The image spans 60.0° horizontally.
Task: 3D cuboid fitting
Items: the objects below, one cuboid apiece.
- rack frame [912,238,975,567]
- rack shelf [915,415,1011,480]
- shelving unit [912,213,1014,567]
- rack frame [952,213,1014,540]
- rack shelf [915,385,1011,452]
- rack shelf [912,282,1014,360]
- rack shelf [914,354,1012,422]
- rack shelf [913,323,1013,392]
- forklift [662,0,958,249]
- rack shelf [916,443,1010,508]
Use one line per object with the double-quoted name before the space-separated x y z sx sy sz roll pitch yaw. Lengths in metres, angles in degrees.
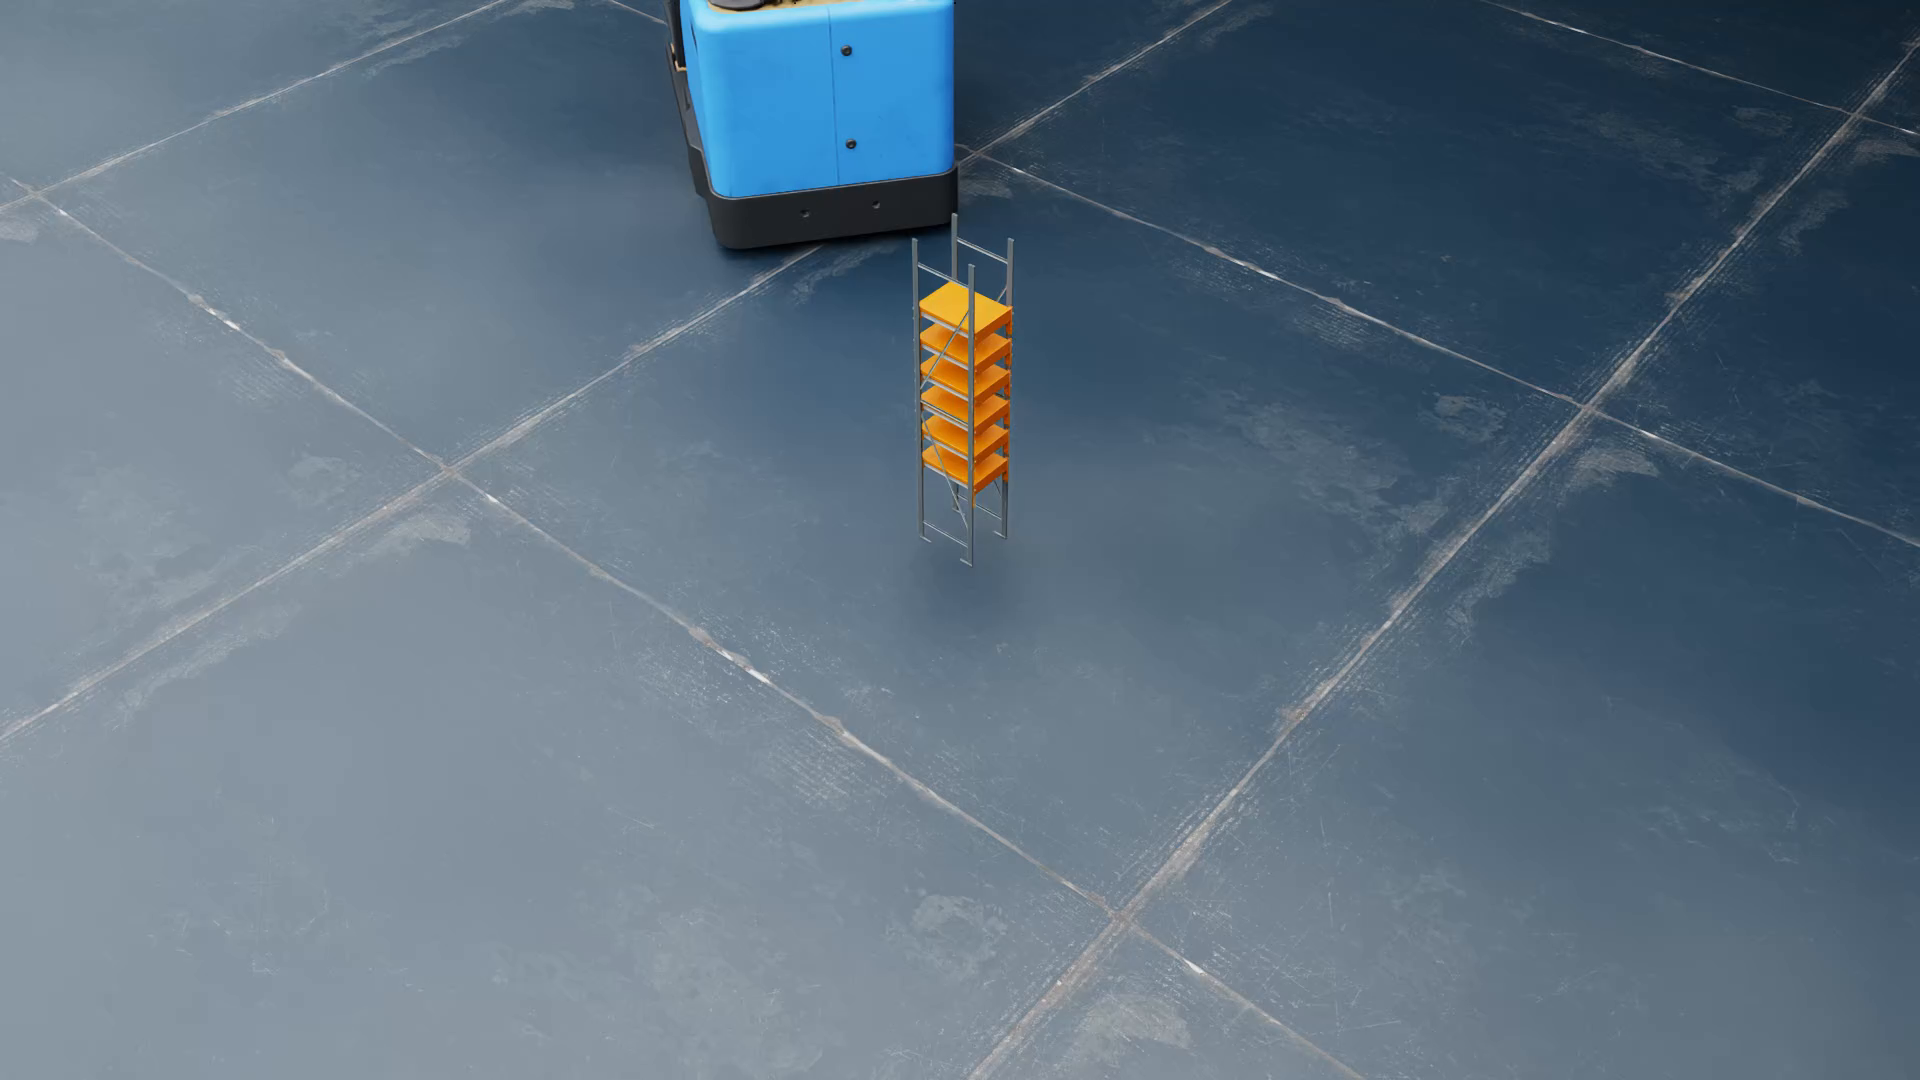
"rack frame" -0.050 -0.404 5.303 0.240 1.200 0.006 29 50 28
"rack shelf" 0.009 -0.330 5.465 0.258 0.103 0.180 29 50 28
"shelving unit" 0.009 -0.451 5.355 0.258 1.200 0.189 29 50 28
"rack frame" 0.068 -0.498 5.406 0.240 1.200 0.006 29 50 28
"rack shelf" 0.009 -0.419 5.384 0.258 0.103 0.180 29 50 28
"rack shelf" 0.009 -0.685 5.142 0.258 0.103 0.180 29 50 28
"rack shelf" 0.009 -0.507 5.304 0.258 0.103 0.180 29 50 28
"rack shelf" 0.009 -0.596 5.223 0.258 0.103 0.180 29 50 28
"forklift" -0.842 -3.310 7.212 1.130 2.935 3.031 -9 43 -10
"rack shelf" 0.009 -0.241 5.546 0.258 0.103 0.180 29 50 28
